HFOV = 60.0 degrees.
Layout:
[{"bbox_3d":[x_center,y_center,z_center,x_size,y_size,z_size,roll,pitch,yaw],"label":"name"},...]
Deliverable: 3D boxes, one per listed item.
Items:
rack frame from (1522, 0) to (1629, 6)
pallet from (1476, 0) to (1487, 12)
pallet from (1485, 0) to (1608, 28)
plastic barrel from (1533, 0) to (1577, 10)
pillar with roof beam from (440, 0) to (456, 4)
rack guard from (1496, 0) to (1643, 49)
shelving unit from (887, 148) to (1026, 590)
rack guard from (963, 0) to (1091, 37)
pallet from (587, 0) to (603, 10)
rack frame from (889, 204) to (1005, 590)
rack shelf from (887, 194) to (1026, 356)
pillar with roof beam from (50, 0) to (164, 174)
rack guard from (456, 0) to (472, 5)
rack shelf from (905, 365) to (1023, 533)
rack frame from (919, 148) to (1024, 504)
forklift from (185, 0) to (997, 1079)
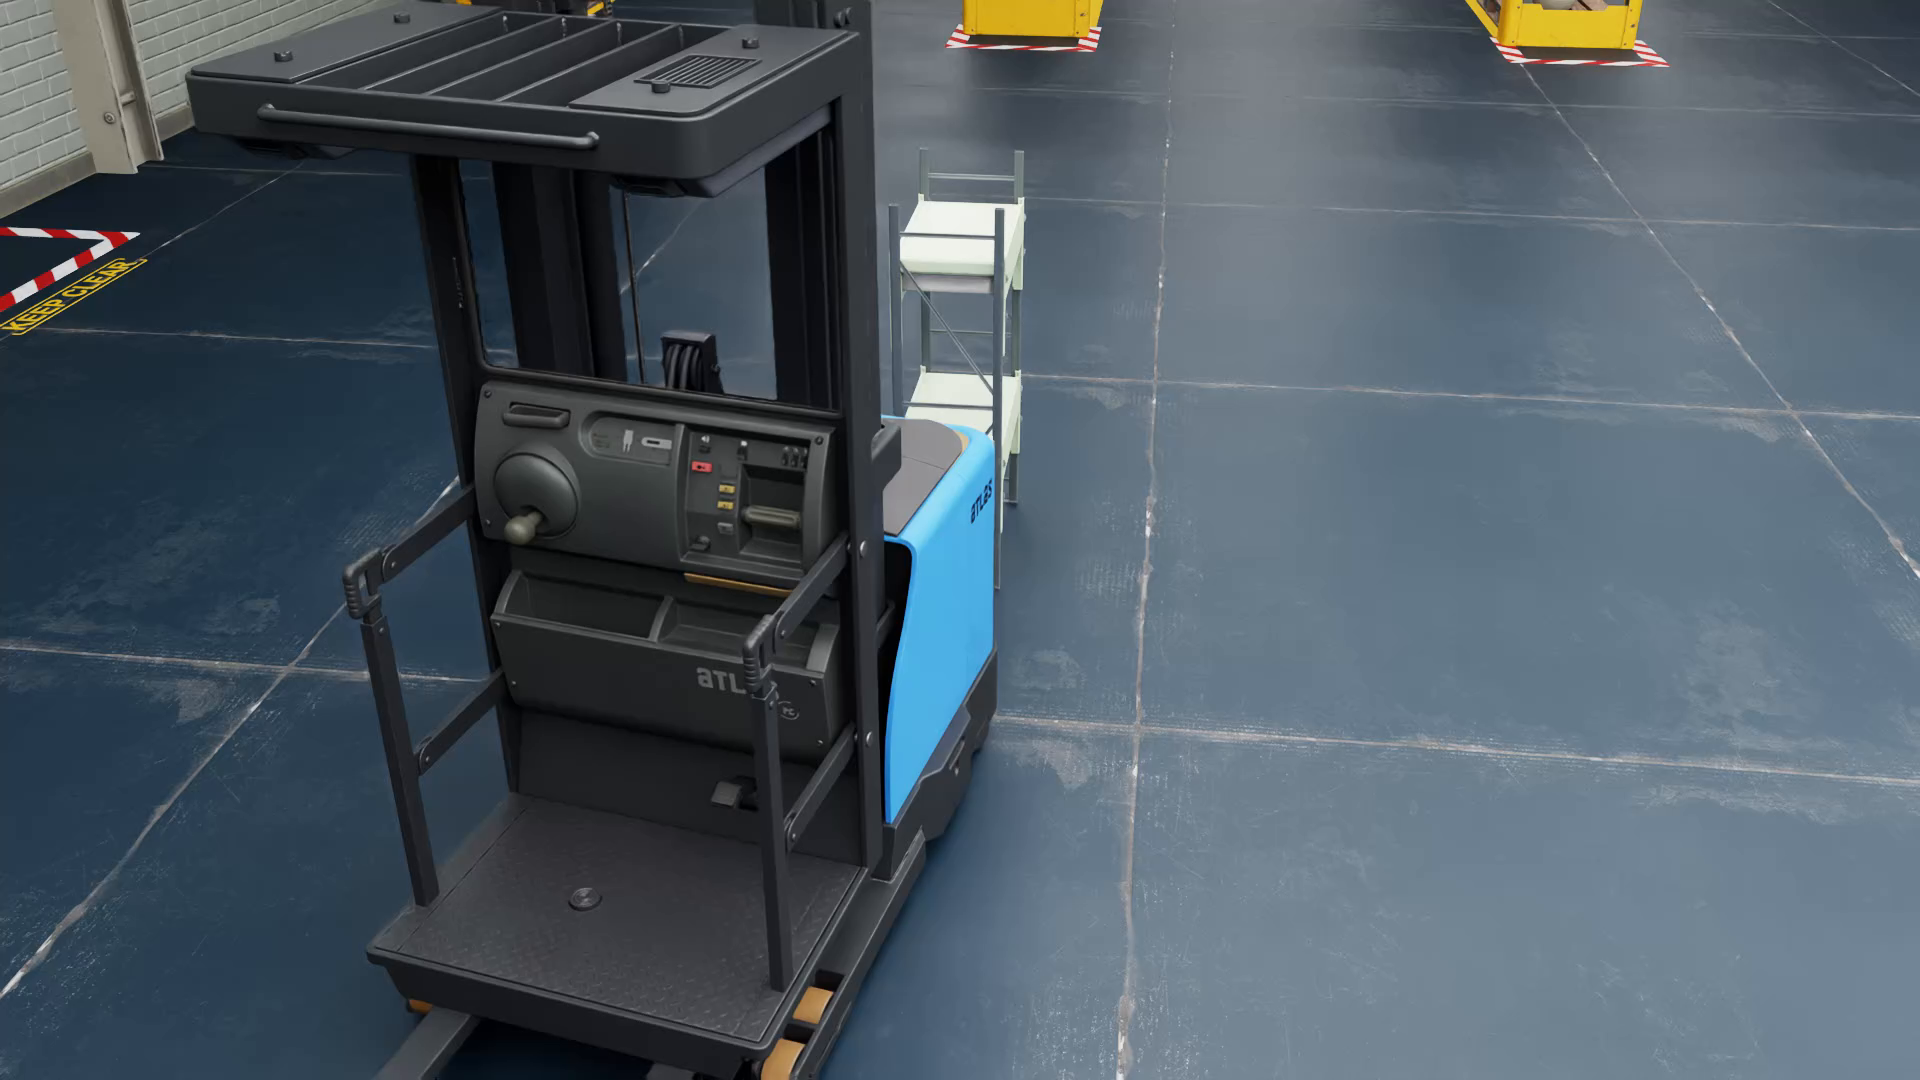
[{"bbox_3d":[5.541,-5.803,14.360,1.000,3.000,0.127,3,28,6],"label":"rack frame"},{"bbox_3d":[5.760,-5.569,16.865,1.003,0.211,1.213,3,28,6],"label":"pallet"},{"bbox_3d":[5.608,-4.996,15.802,1.003,0.211,1.213,3,28,6],"label":"pallet"},{"bbox_3d":[5.546,-5.207,15.433,0.421,0.512,0.421,0,28,0],"label":"plastic barrel"},{"bbox_3d":[-0.792,-9.150,14.246,9.100,9.000,0.400,3,28,6],"label":"pillar with roof beam"},{"bbox_3d":[5.503,-4.741,15.024,1.175,0.500,0.348,3,28,6],"label":"rack guard"},{"bbox_3d":[-0.001,-0.657,6.388,0.431,1.500,0.755,3,28,6],"label":"shelving unit"},{"bbox_3d":[0.622,-4.981,15.469,1.175,0.500,0.348,3,28,6],"label":"rack guard"},{"bbox_3d":[-4.148,-5.568,16.862,1.003,0.211,1.213,3,28,6],"label":"pallet"},{"bbox_3d":[-0.046,-0.485,6.069,0.400,1.500,0.023,3,28,6],"label":"rack frame"},{"bbox_3d":[-0.001,-1.001,6.203,0.431,0.370,0.720,3,28,6],"label":"rack shelf"},{"bbox_3d":[-1.527,-6.326,9.004,9.100,9.000,0.400,3,28,6],"label":"pillar with roof beam"},{"bbox_3d":[-4.282,-5.314,16.087,1.175,0.500,0.348,3,28,6],"label":"rack guard"},{"bbox_3d":[-0.001,-0.370,6.543,0.431,0.370,0.720,3,28,6],"label":"rack shelf"},{"bbox_3d":[0.044,-0.829,6.708,0.400,1.500,0.023,3,28,6],"label":"rack frame"},{"bbox_3d":[-0.817,-0.096,3.838,1.130,2.935,3.031,9,30,16],"label":"forklift"}]
